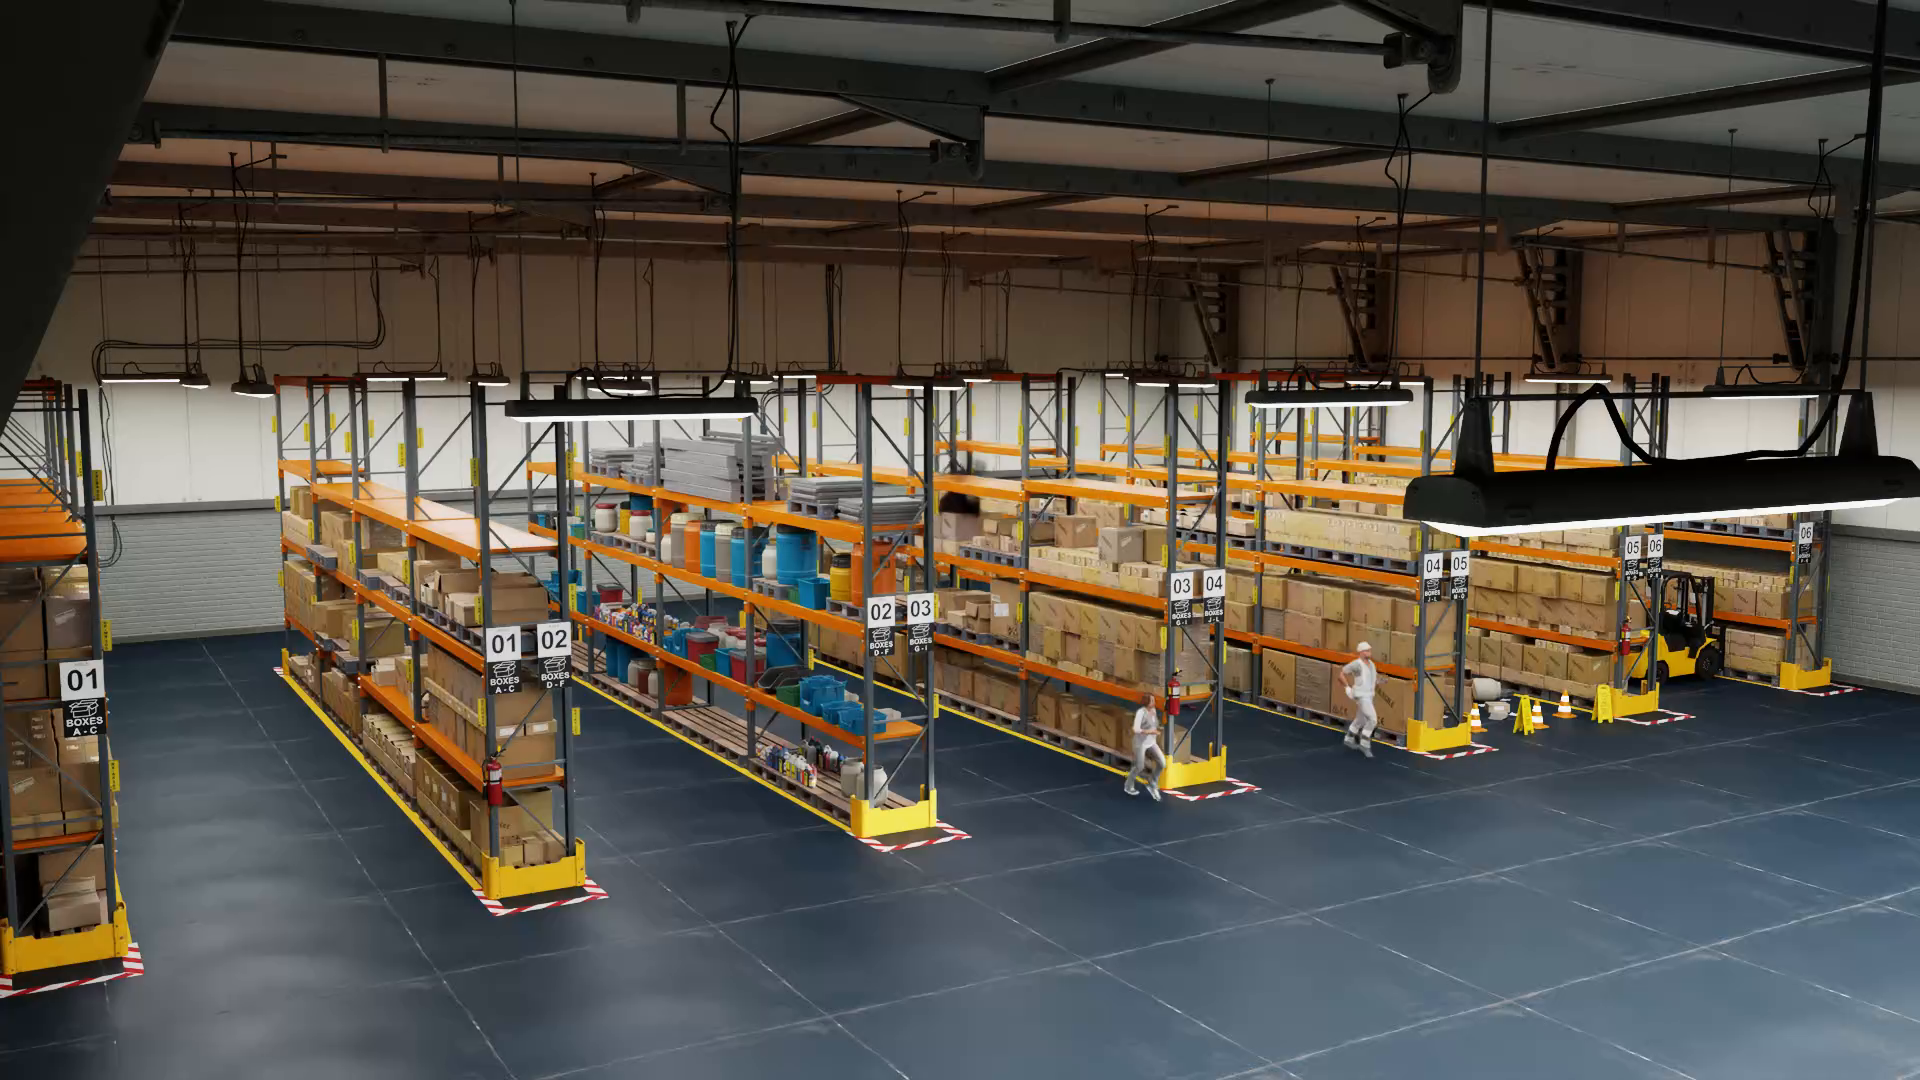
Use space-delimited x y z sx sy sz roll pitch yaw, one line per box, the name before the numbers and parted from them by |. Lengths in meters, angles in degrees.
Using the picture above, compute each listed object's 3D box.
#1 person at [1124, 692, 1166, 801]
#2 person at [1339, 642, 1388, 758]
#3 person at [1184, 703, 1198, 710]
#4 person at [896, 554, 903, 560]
person | 2.650 2.954 23.803 0.558 1.575 0.737 -6 8 -41
person | 6.447 2.543 26.540 0.767 1.841 0.645 6 8 42
person | 4.143 2.250 30.078 0.605 1.593 0.558 -4 7 -30
person | -1.502 1.174 39.674 0.708 1.702 0.811 0 6 -4
